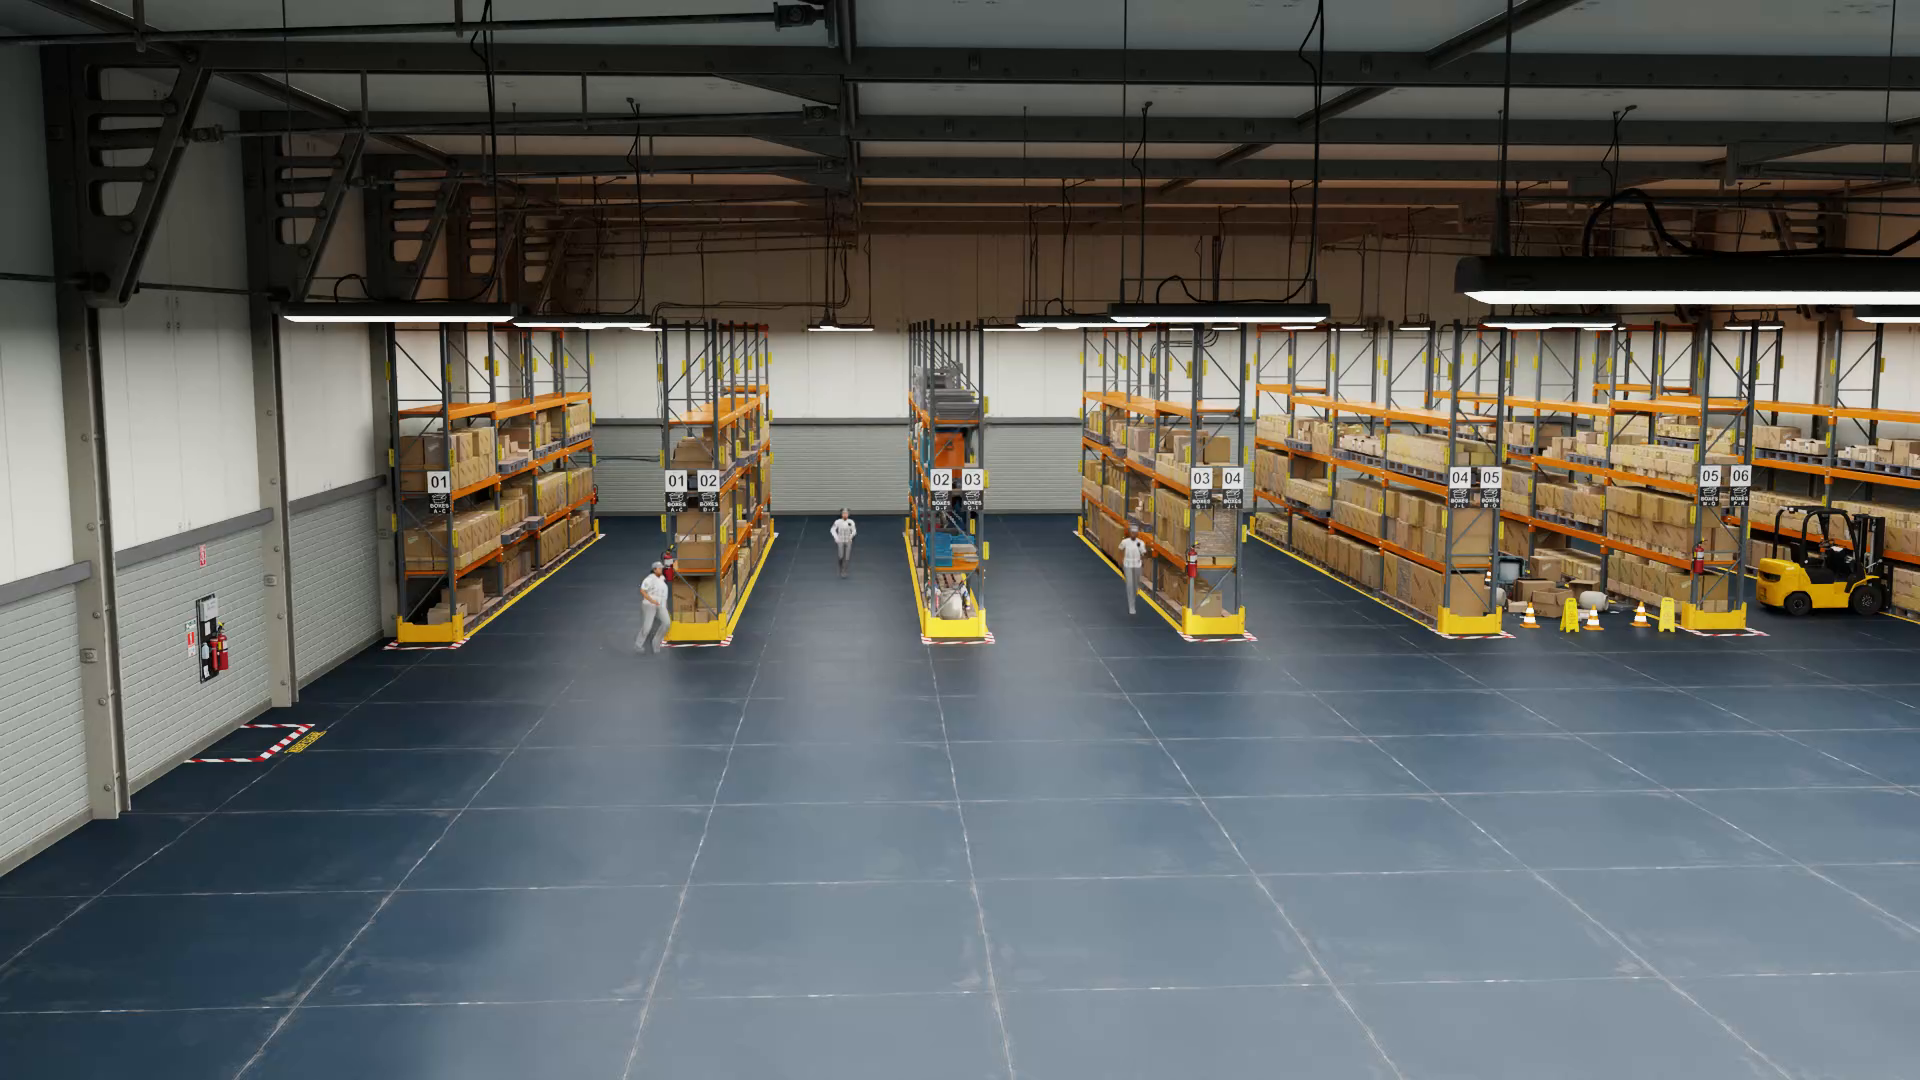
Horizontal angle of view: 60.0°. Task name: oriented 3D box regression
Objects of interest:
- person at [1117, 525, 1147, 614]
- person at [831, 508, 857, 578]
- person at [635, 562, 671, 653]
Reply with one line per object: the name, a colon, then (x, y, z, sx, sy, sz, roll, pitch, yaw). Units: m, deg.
person: (3.432, 0.557, 33.001, 0.578, 1.716, 0.867, 0, 7, -3)
person: (-2.713, 0.070, 39.064, 0.587, 1.662, 0.620, -1, 7, -11)
person: (-5.502, 1.219, 30.089, 0.638, 1.655, 0.680, 6, 9, 41)
